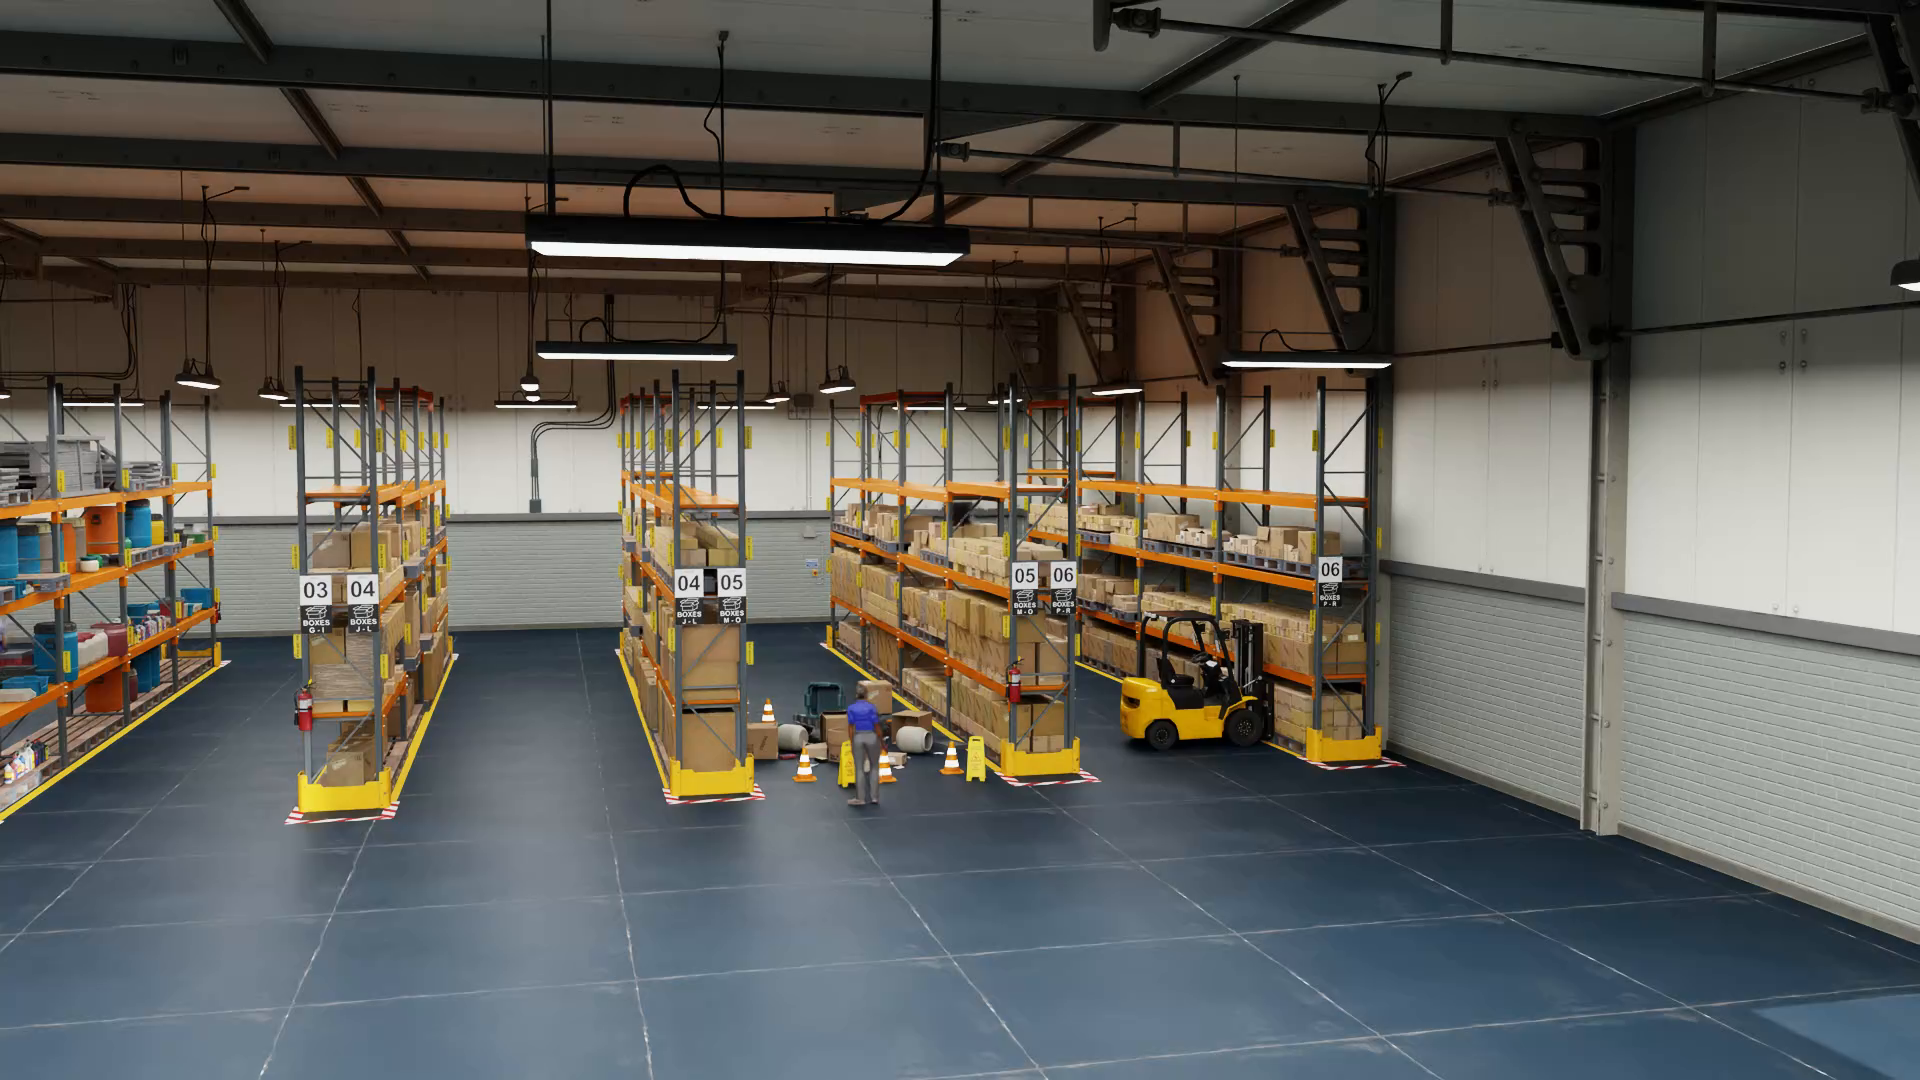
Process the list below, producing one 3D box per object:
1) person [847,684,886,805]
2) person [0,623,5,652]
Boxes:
[{"bbox_3d":[-1.285,2.824,22.869,0.542,1.675,0.386,0,3,-4],"label":"person"},{"bbox_3d":[-19.368,2.195,33.286,0.459,1.616,0.665,-1,4,-17],"label":"person"}]
